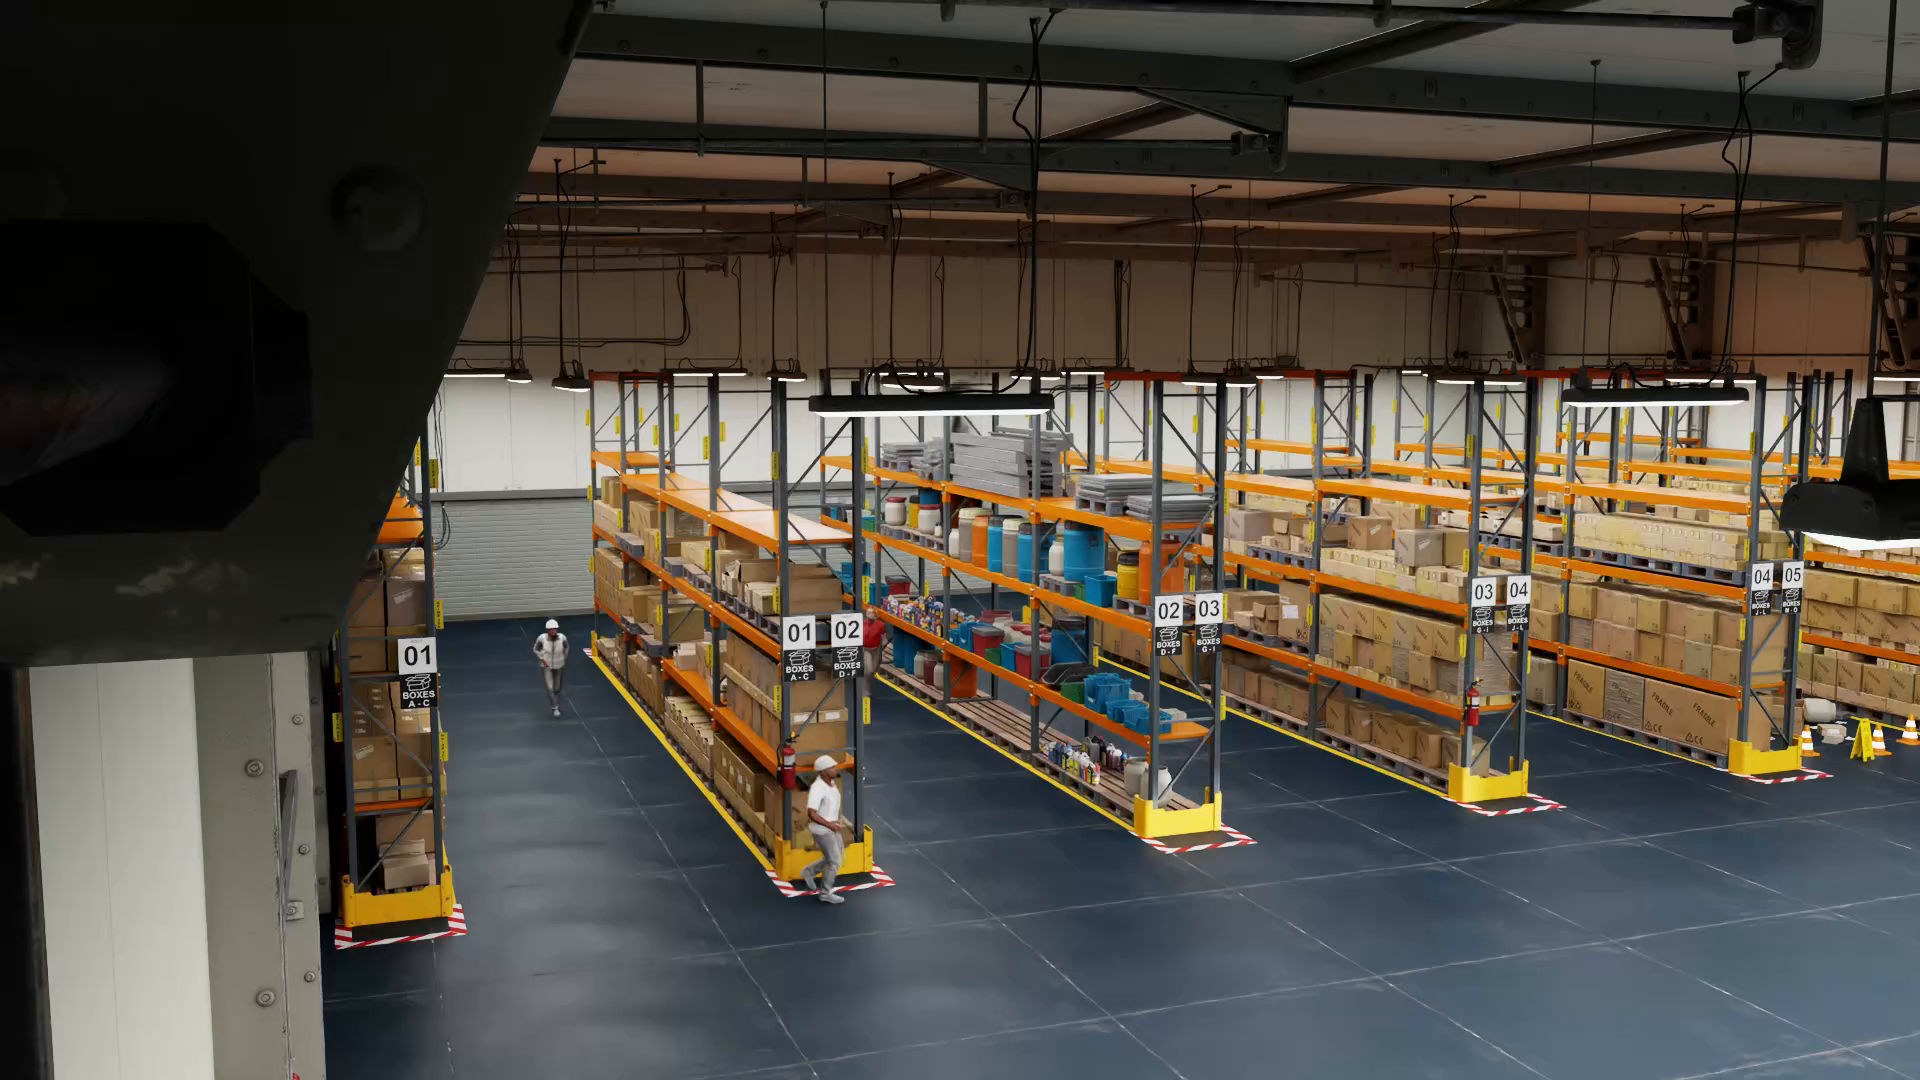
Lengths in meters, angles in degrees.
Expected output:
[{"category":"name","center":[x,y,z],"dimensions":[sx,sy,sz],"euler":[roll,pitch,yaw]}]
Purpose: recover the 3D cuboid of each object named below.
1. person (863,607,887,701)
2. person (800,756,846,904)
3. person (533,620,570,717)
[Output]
[{"category":"person","center":[-1.652,2.106,30.476],"dimensions":[0.657,1.776,0.814],"euler":[-3,7,-24]},{"category":"person","center":[-1.602,3.338,19.191],"dimensions":[0.588,1.733,0.708],"euler":[1,6,9]},{"category":"person","center":[-7.209,2.221,29.347],"dimensions":[0.636,1.723,0.847],"euler":[-2,7,-18]}]
